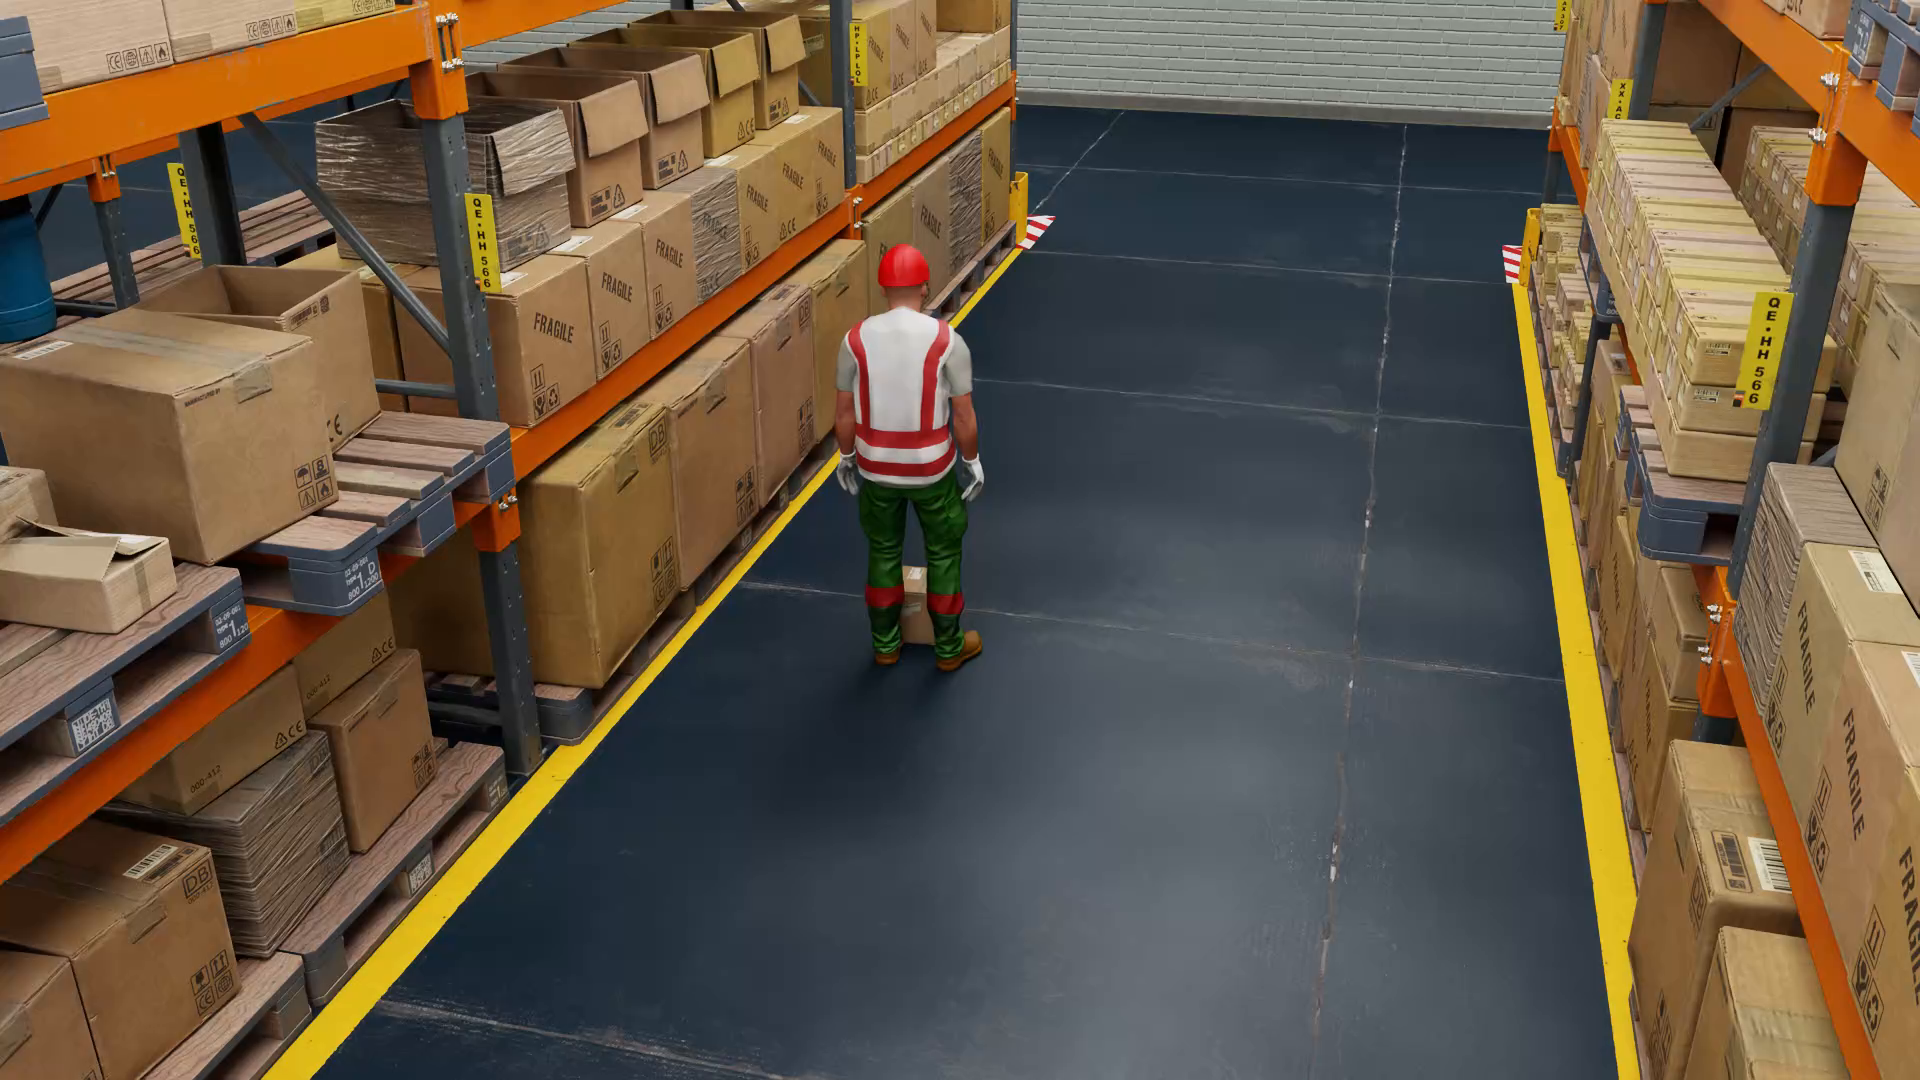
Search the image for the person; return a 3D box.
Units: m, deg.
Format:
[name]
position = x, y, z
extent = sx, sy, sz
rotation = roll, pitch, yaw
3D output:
[person]
position = -0.205, -0.310, 6.755
extent = 0.611, 1.778, 0.451
rotation = 5, 26, 10
